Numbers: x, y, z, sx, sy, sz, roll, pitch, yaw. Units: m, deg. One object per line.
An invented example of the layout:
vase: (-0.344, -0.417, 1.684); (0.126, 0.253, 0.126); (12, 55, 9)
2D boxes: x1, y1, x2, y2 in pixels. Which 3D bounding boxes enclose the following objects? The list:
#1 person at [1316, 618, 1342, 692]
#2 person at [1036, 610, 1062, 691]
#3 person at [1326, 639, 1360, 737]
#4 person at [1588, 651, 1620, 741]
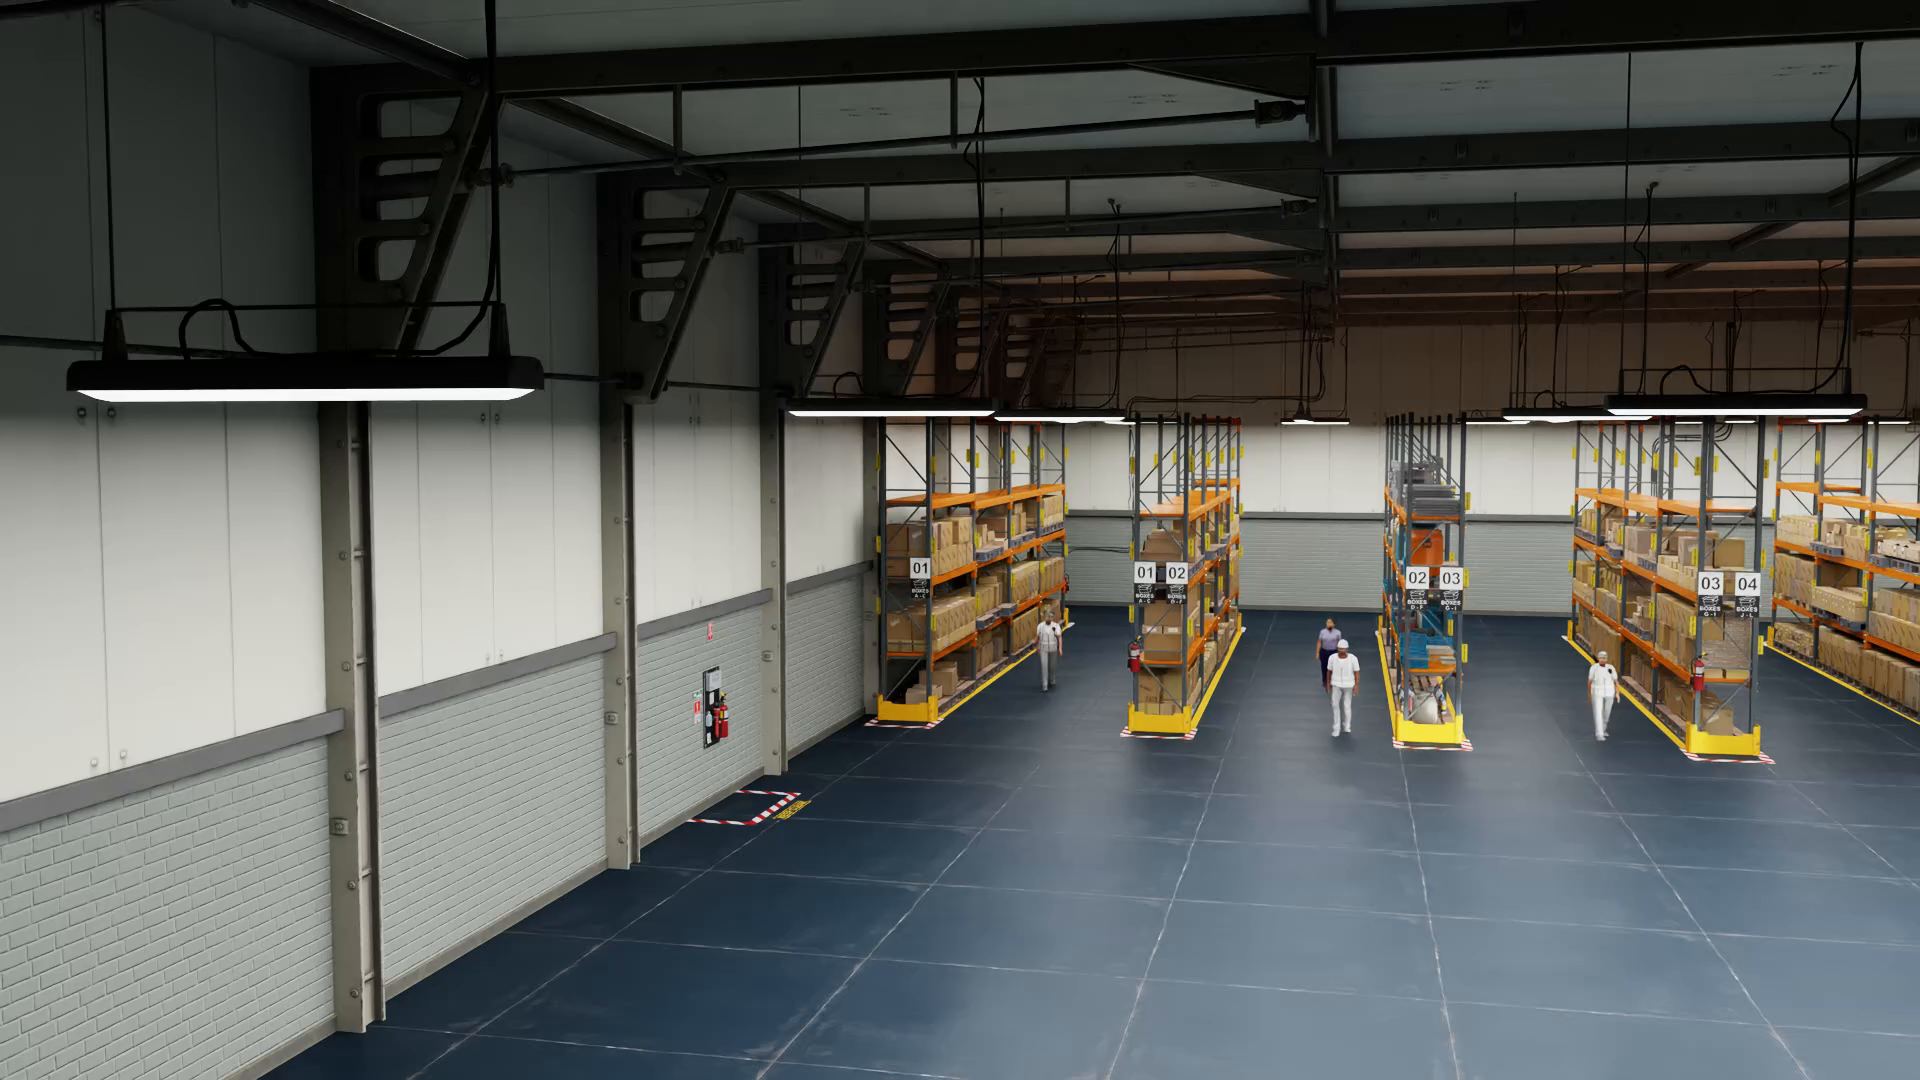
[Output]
person: (8.016, 2.479, 36.057); (0.583, 1.583, 1.053); (1, 4, 11)
person: (1.952, 2.380, 36.348); (0.549, 1.724, 1.069); (0, 4, -2)
person: (7.137, 2.749, 31.038); (0.623, 1.798, 0.622); (1, 4, 19)
person: (11.770, 2.839, 30.378); (0.505, 1.609, 0.992); (1, 4, 9)
